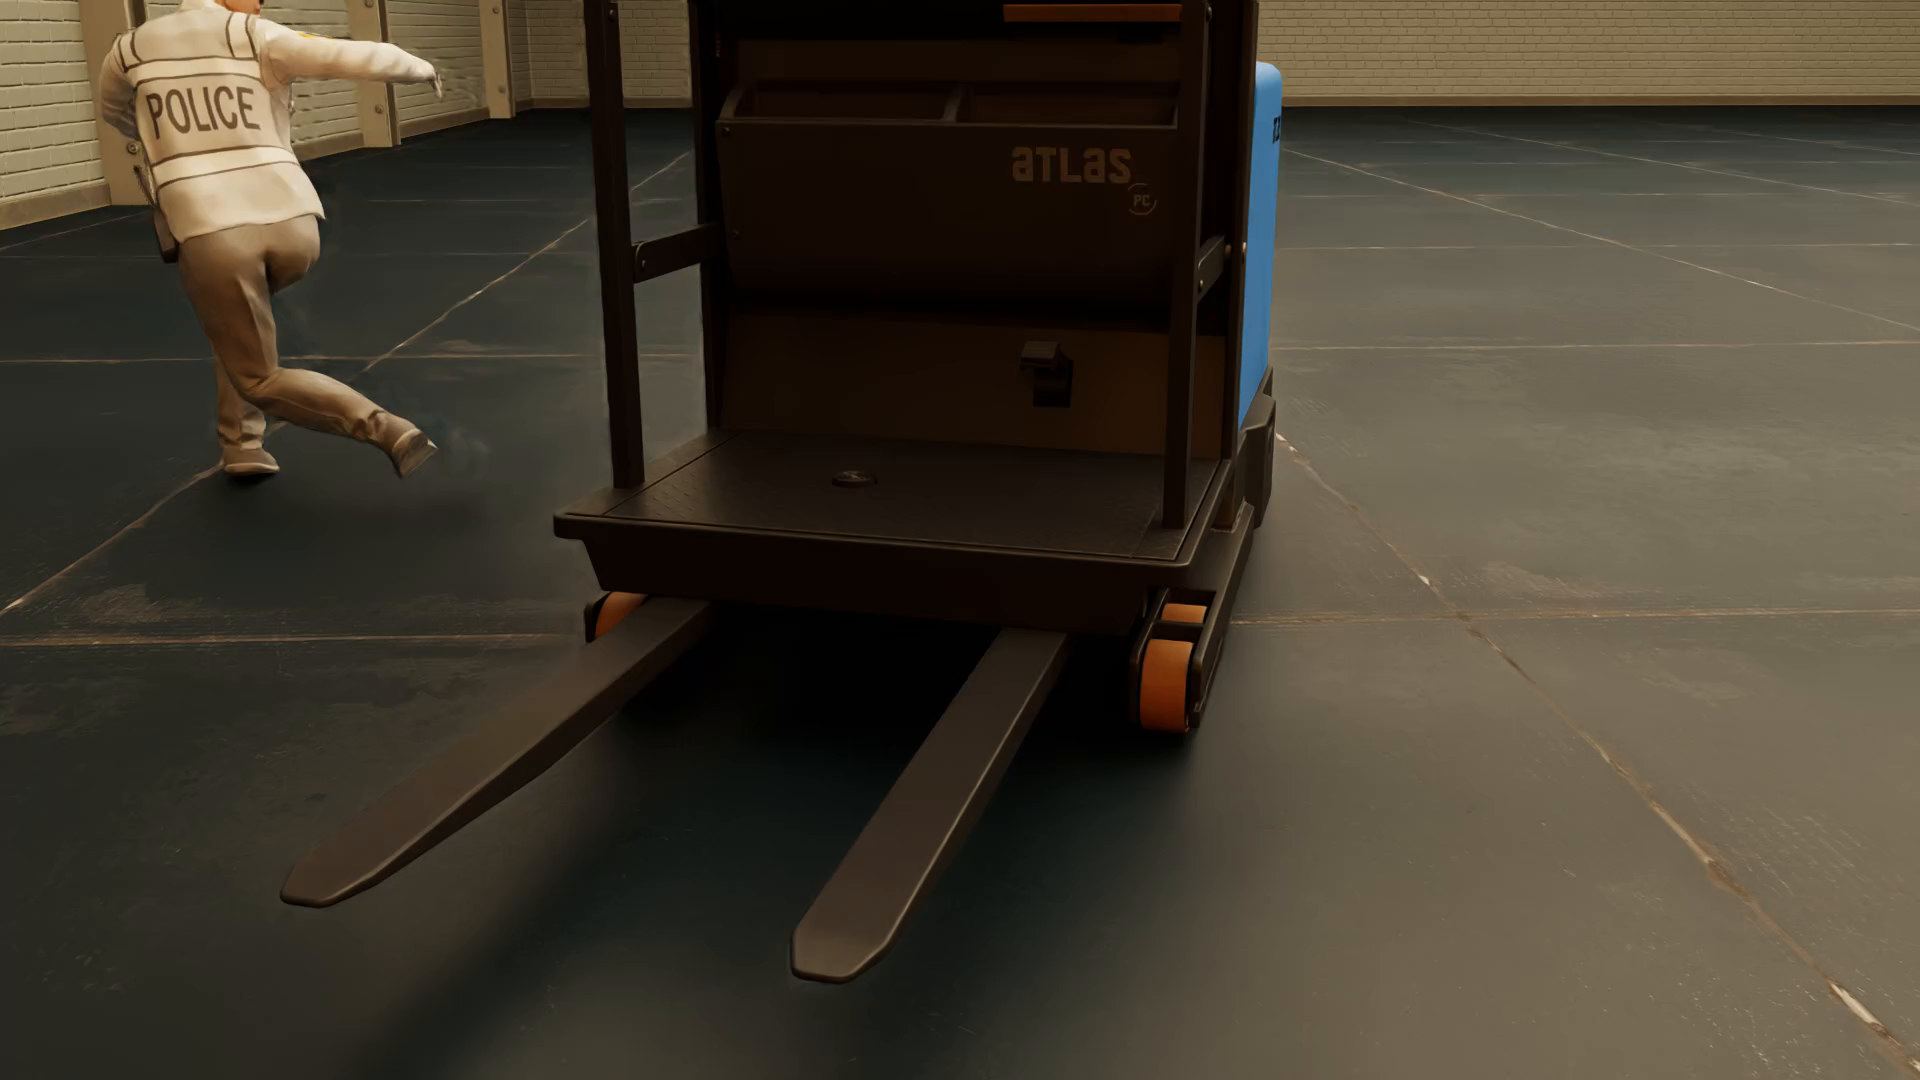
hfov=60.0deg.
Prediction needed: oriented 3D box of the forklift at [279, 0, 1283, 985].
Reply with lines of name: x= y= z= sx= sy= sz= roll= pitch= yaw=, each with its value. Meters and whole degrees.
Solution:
forklift: x=-0.053 y=-1.193 z=2.809 sx=1.130 sy=2.935 sz=3.031 roll=4 pitch=18 yaw=14

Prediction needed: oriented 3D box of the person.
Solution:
person: x=-1.715 y=-0.834 z=4.279 sx=0.791 sy=1.436 sz=1.065 roll=-10 pitch=20 yaw=-31
